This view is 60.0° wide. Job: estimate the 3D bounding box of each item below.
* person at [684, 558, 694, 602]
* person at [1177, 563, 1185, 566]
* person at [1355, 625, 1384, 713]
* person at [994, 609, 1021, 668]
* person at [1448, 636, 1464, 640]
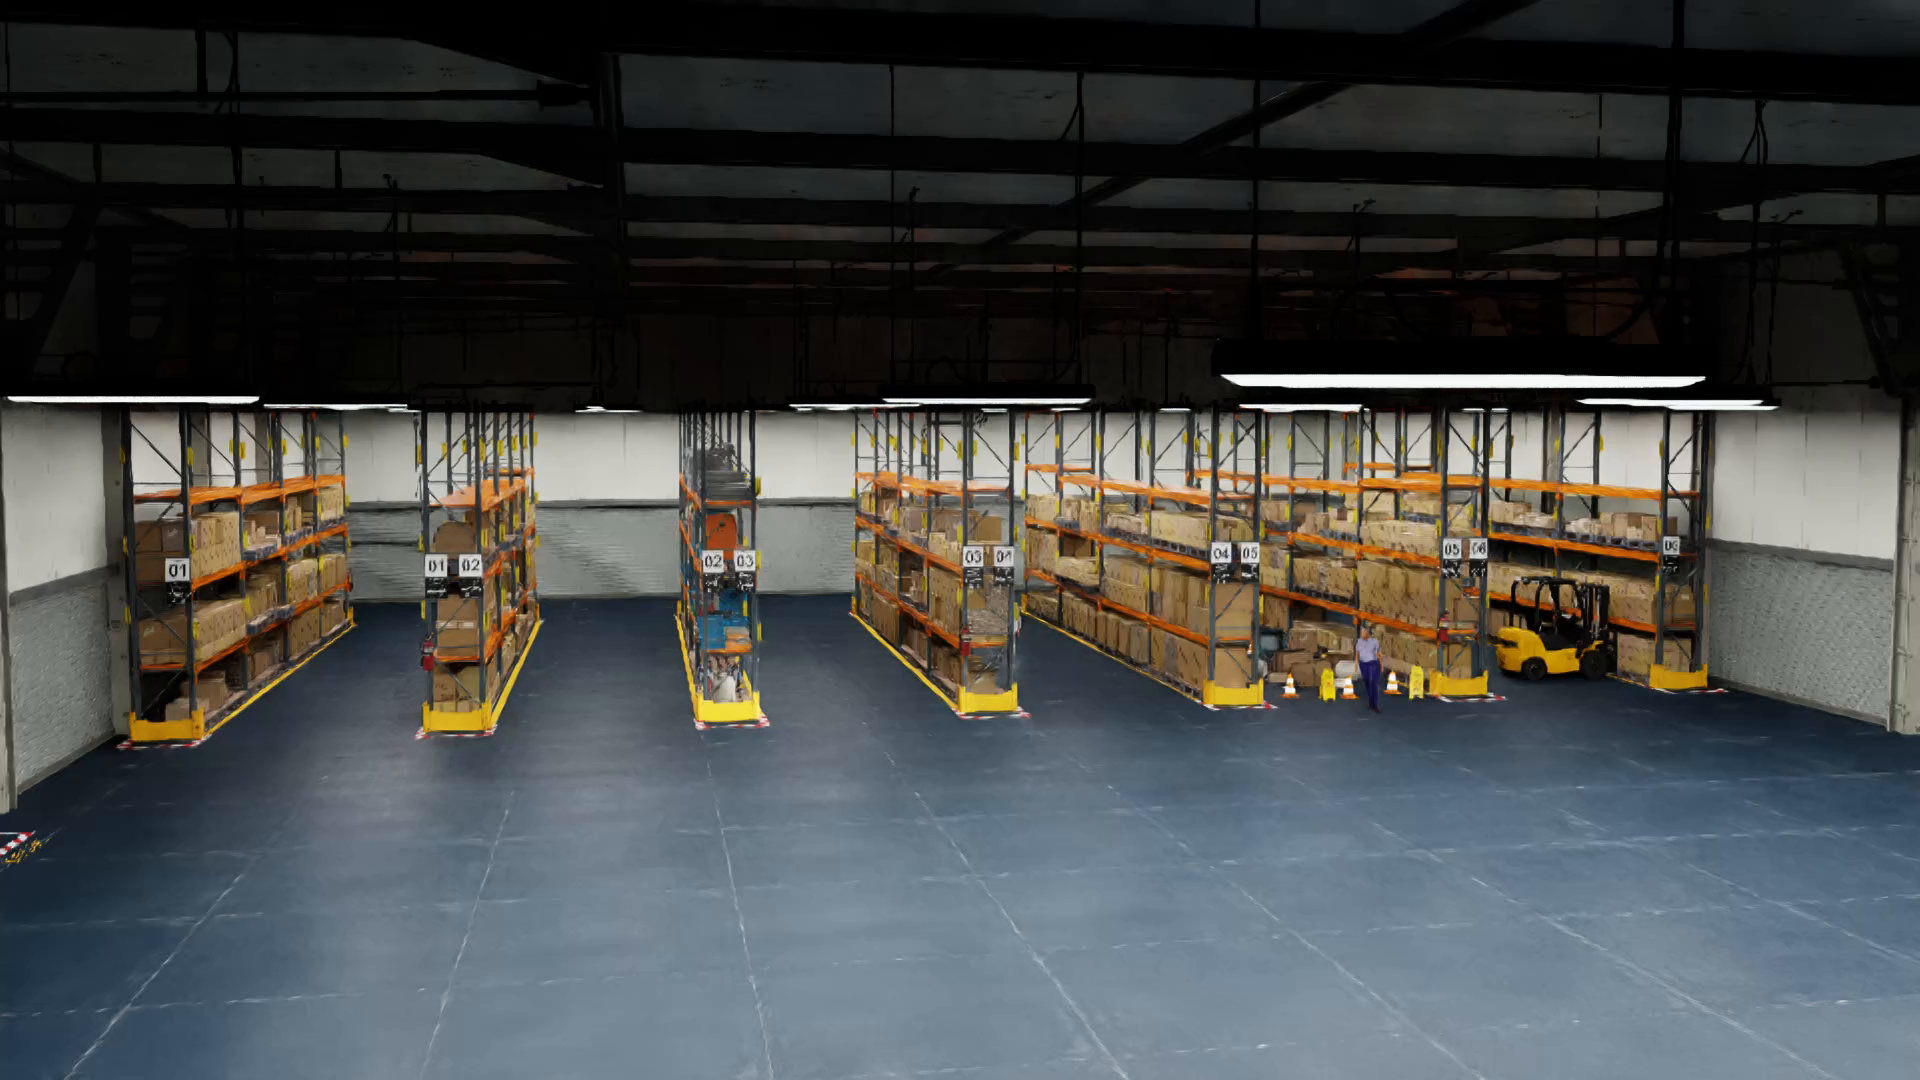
[{"bbox_3d":[-8.052,1.151,49.632,0.446,1.675,0.636,2,5,26],"label":"person"},{"bbox_3d":[6.008,1.460,45.289,0.560,1.663,0.591,1,4,9],"label":"person"},{"bbox_3d":[7.964,2.493,32.263,0.590,1.663,0.530,4,6,42],"label":"person"},{"bbox_3d":[1.058,2.043,37.469,0.677,1.725,0.574,-1,4,-13],"label":"person"},{"bbox_3d":[11.189,1.978,37.604,0.457,1.783,0.618,-4,6,-42],"label":"person"}]
